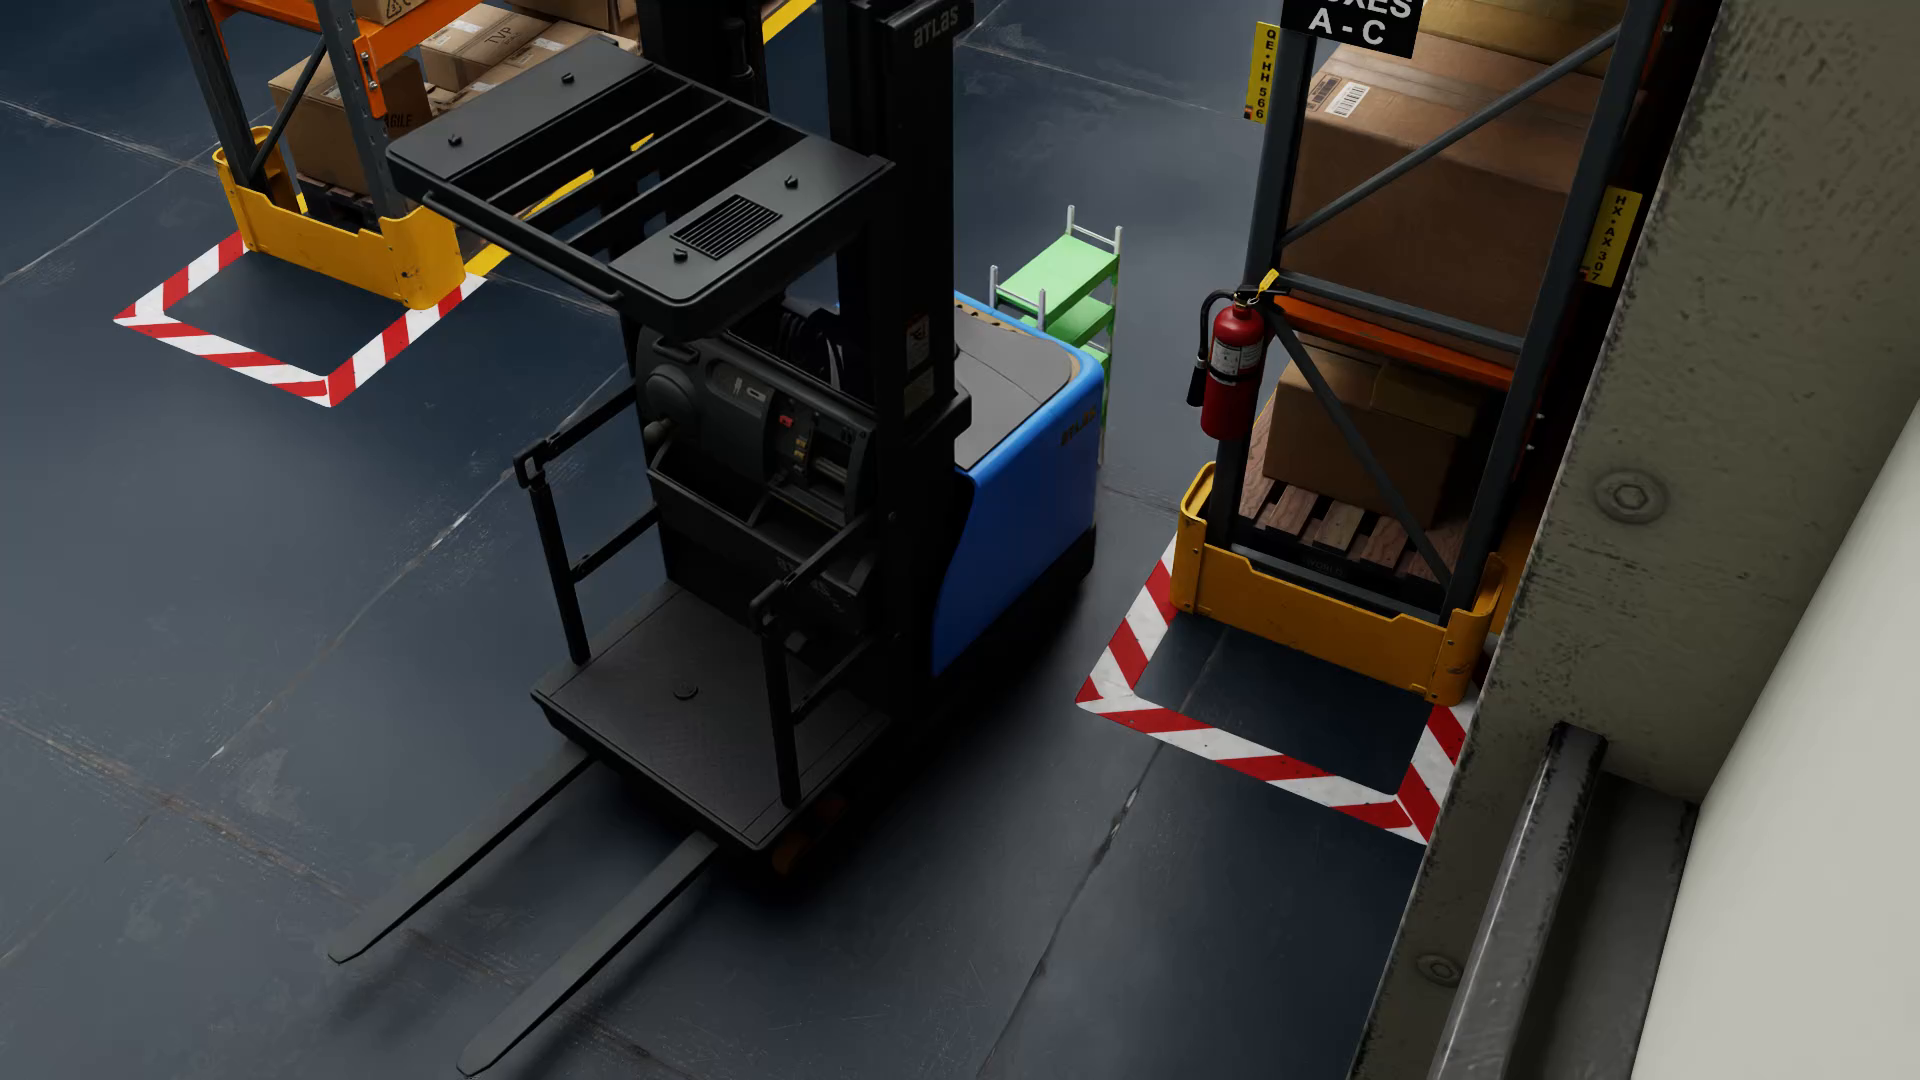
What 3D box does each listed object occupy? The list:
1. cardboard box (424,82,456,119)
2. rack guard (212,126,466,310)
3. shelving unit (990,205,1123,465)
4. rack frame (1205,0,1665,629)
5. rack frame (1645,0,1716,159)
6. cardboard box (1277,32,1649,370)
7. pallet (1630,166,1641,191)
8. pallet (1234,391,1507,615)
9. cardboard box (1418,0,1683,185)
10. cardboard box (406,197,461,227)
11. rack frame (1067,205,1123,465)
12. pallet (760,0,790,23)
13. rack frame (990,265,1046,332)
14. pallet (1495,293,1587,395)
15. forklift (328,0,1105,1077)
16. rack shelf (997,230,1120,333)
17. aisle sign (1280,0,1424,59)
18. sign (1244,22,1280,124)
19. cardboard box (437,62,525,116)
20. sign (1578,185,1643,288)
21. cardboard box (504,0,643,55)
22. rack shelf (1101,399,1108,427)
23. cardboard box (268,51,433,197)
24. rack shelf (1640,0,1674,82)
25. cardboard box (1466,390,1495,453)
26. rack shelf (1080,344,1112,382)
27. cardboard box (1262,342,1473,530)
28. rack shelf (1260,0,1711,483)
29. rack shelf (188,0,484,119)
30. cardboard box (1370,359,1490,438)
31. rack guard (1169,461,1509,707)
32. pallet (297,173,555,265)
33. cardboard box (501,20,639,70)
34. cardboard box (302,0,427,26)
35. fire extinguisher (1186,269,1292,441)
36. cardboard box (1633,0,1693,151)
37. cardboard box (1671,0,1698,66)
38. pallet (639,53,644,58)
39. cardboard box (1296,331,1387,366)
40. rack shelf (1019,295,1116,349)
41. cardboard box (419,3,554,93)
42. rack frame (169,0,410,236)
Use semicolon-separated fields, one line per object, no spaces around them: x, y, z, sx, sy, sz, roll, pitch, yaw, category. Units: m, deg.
-2.683;-2.178;8.477;0.380;0.166;0.250;20;49;19;cardboard box
-2.949;-1.539;7.920;1.175;0.500;0.348;20;49;19;rack guard
0.360;-0.659;6.558;0.258;1.200;0.503;29;52;26;shelving unit
1.405;-0.737;5.370;1.000;3.000;0.127;20;49;19;rack frame
3.262;-3.257;7.860;1.000;3.000;0.127;20;49;19;rack frame
1.633;-1.167;5.584;0.980;0.700;0.700;23;50;21;cardboard box
2.839;-1.824;8.404;1.003;0.211;1.213;20;49;19;pallet
1.707;-0.286;6.885;1.003;0.211;1.213;20;49;19;pallet
1.961;-1.629;6.040;0.980;0.700;0.700;20;49;19;cardboard box
-2.486;-1.673;7.990;0.380;0.149;0.250;20;49;19;cardboard box
0.510;-0.796;6.693;0.240;1.200;0.015;29;52;26;rack frame
-1.447;-3.478;10.039;1.003;0.211;1.213;20;49;19;pallet
0.210;-0.523;6.423;0.240;1.200;0.015;29;52;26;rack frame
2.274;-1.052;7.641;1.003;0.211;1.213;20;49;19;pallet
-0.775;-0.292;4.977;1.130;2.935;3.031;29;52;26;forklift
0.360;-0.952;6.262;0.258;0.148;0.480;29;52;26;rack shelf
1.106;-1.705;4.498;0.394;0.787;0.004;20;49;19;aisle sign
0.931;-1.415;5.059;0.100;0.325;0.005;20;49;19;sign
-2.249;-2.122;8.362;0.500;0.250;0.500;20;49;19;cardboard box
1.894;-0.882;4.849;0.100;0.325;0.005;20;49;19;sign
-1.995;-2.982;9.034;0.797;0.503;0.637;20;49;19;cardboard box
0.360;-0.446;6.774;0.258;0.148;0.480;29;52;26;rack shelf
-2.950;-2.070;8.135;0.500;0.500;0.500;20;49;19;cardboard box
2.333;-2.799;5.804;1.077;0.370;4.000;20;49;19;rack shelf
1.873;-0.795;6.889;0.700;0.500;0.500;20;49;19;cardboard box
0.360;-0.615;6.604;0.258;0.148;0.480;29;52;26;rack shelf
1.641;-0.480;6.578;0.700;0.500;0.500;20;49;19;cardboard box
2.333;-1.744;6.871;1.077;0.370;4.000;20;49;19;rack shelf
-2.056;-3.377;8.485;1.077;0.370;4.000;20;49;19;rack shelf
1.760;-0.563;6.204;0.380;0.149;0.250;21;49;19;cardboard box
1.394;0.157;6.244;1.175;0.500;0.348;20;49;19;rack guard
-2.580;-1.940;8.520;1.003;0.211;1.213;20;49;19;pallet
-2.017;-2.437;8.674;0.500;0.250;0.500;20;49;19;cardboard box
-2.545;-2.598;7.138;0.500;0.500;0.500;21;49;20;cardboard box
0.926;-0.636;5.586;0.296;0.674;0.183;20;49;19;fire extinguisher
2.323;-2.106;6.512;0.980;0.700;0.700;18;48;17;cardboard box
2.652;-2.568;6.968;0.980;0.700;0.700;19;48;18;cardboard box
-2.013;-2.706;9.276;1.003;0.211;1.213;20;49;19;pallet
1.539;-0.849;6.486;0.380;0.149;0.250;20;49;19;cardboard box
0.360;-0.783;6.433;0.258;0.148;0.480;29;52;26;rack shelf
-2.483;-2.571;8.806;0.500;0.250;0.500;20;49;19;cardboard box
-2.985;-2.370;6.984;1.000;3.000;0.127;20;49;19;rack frame
